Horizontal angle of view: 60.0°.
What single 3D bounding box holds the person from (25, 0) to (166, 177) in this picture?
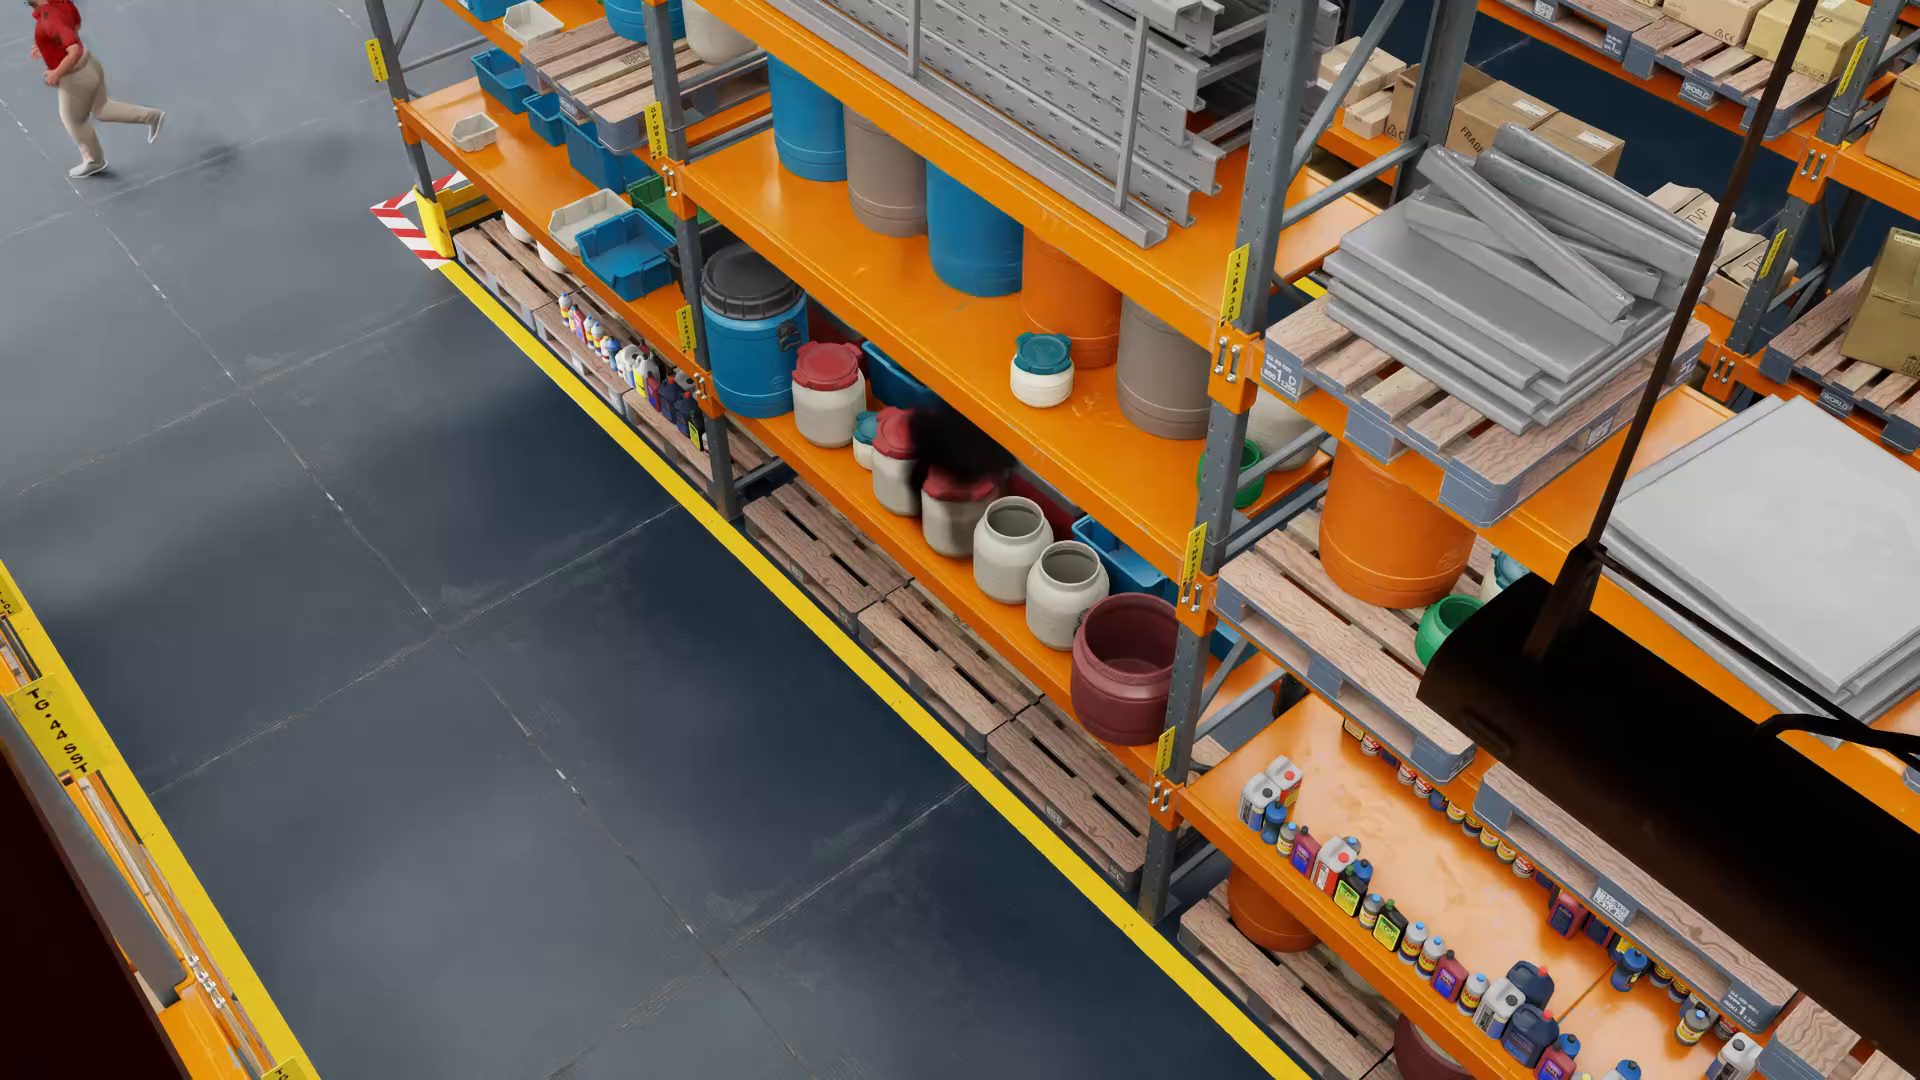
[{"bbox_3d":[-7.023,-3.729,13.365,0.870,1.732,0.650,-9,47,-9],"label":"person"}]
